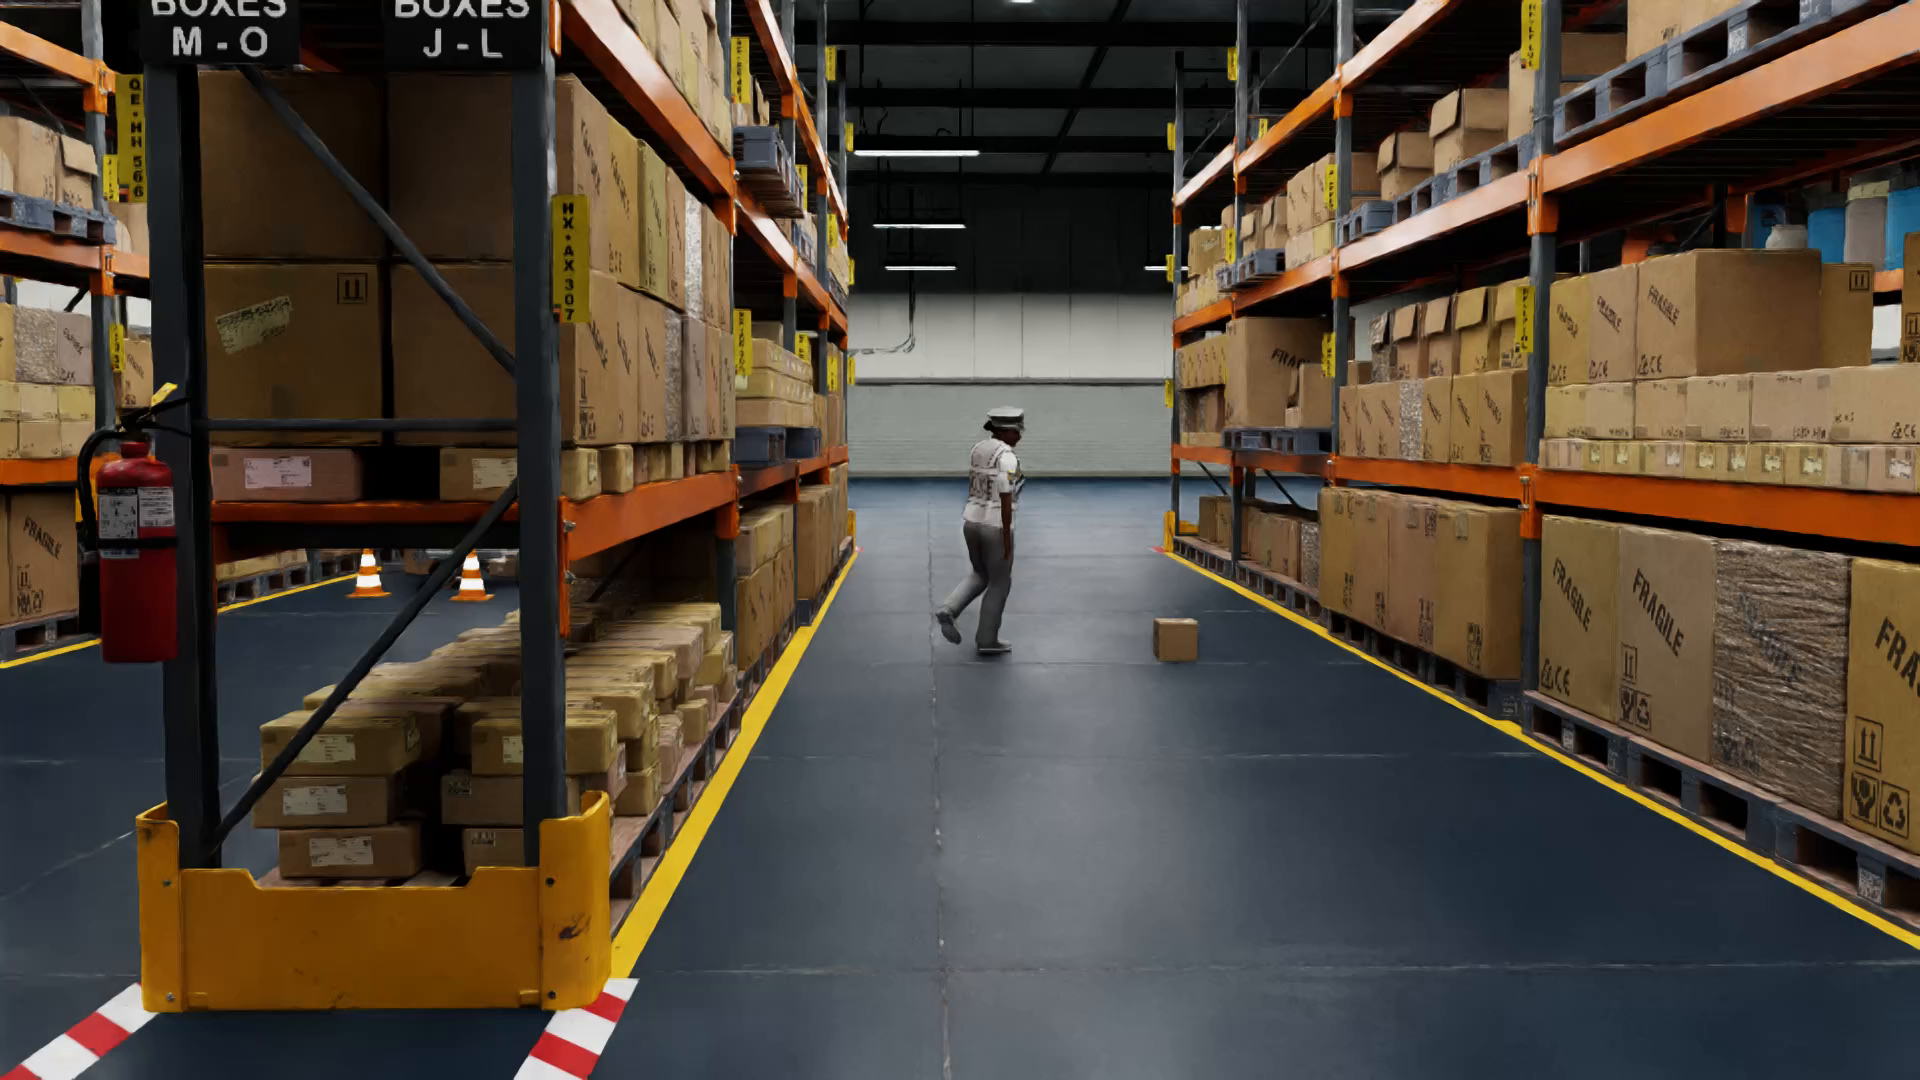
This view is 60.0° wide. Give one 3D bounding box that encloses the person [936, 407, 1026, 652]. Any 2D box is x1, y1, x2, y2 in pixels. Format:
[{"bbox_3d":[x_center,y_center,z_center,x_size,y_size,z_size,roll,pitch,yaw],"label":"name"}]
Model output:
[{"bbox_3d":[0.175,-0.058,10.971,0.591,1.636,0.521,-3,5,-38],"label":"person"}]
